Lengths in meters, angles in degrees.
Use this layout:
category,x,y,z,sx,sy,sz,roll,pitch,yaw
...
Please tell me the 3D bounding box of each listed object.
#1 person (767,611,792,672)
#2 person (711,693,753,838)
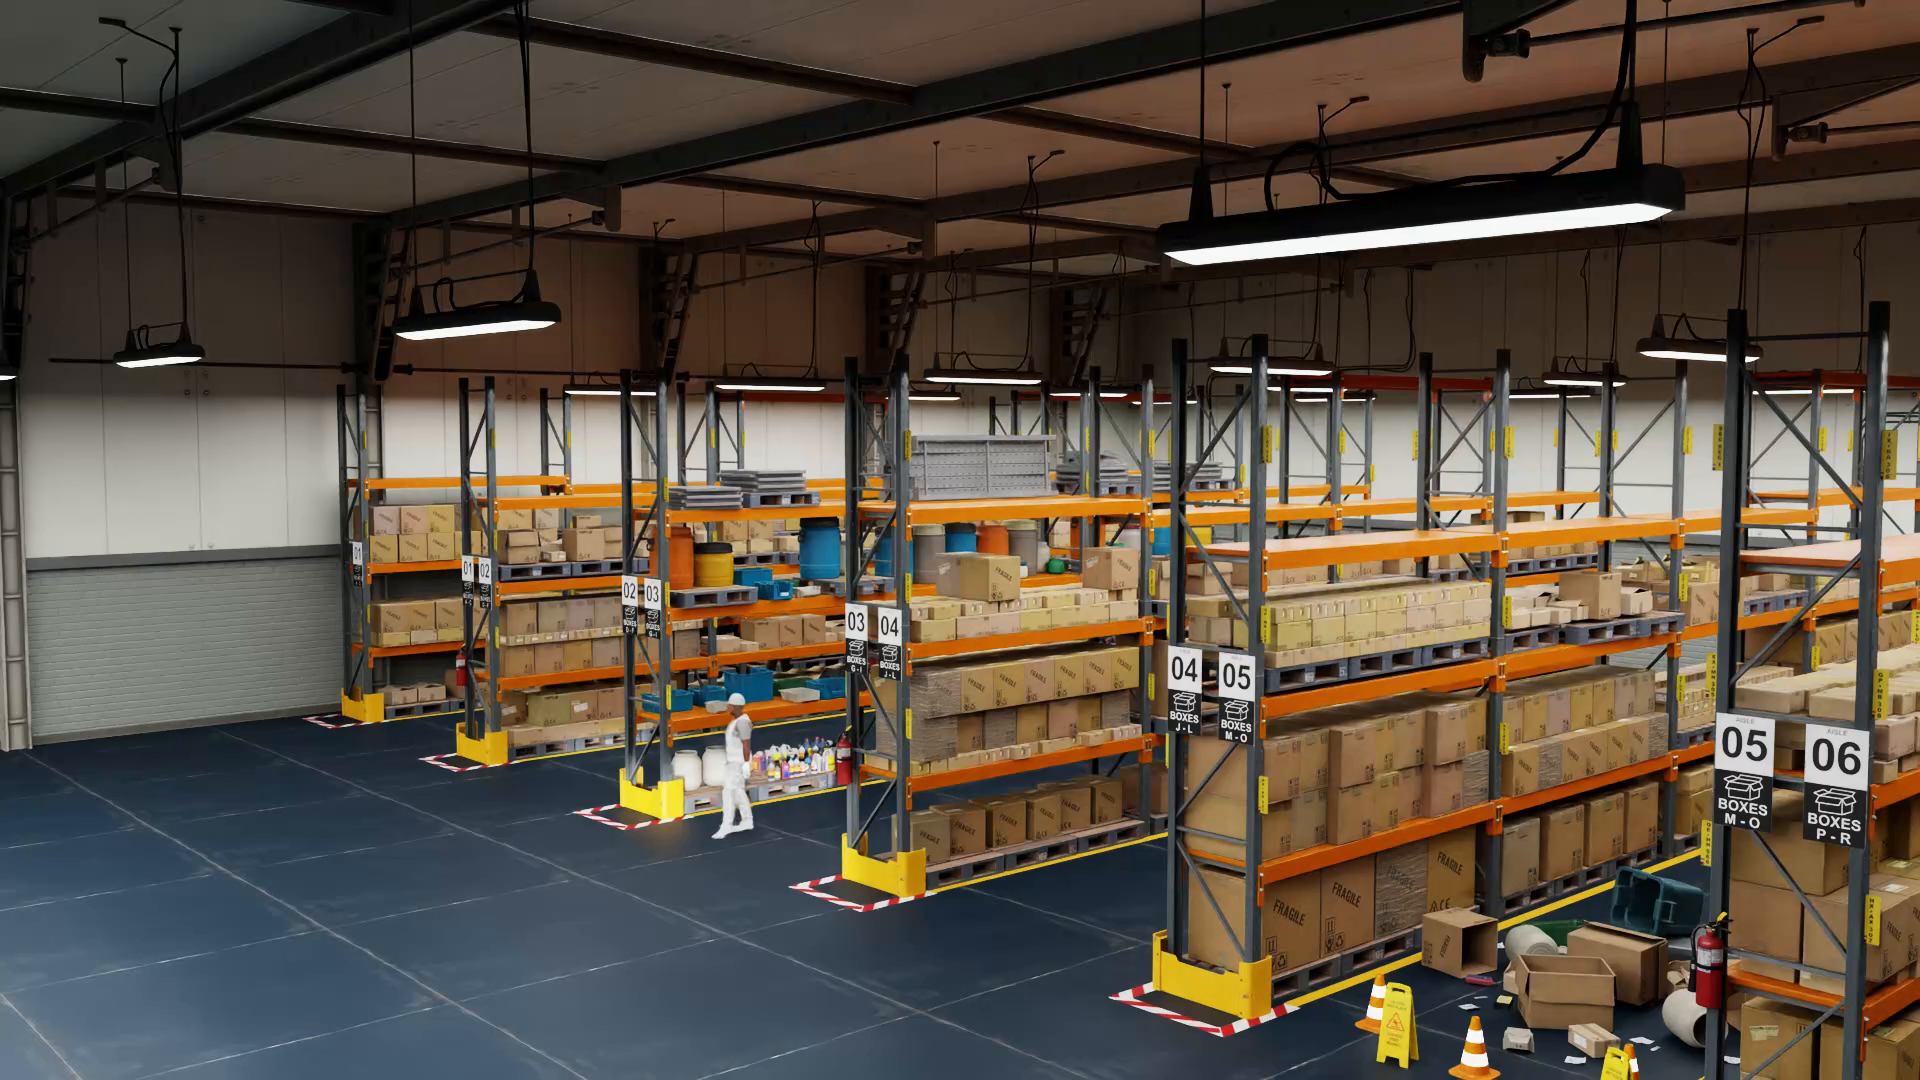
category,x,y,z,sx,sy,sz,roll,pitch,yaw
person,-3.561,2.155,32.621,0.607,1.813,0.740,3,5,43
person,-2.943,2.882,21.391,0.557,1.815,0.638,-1,4,-9
